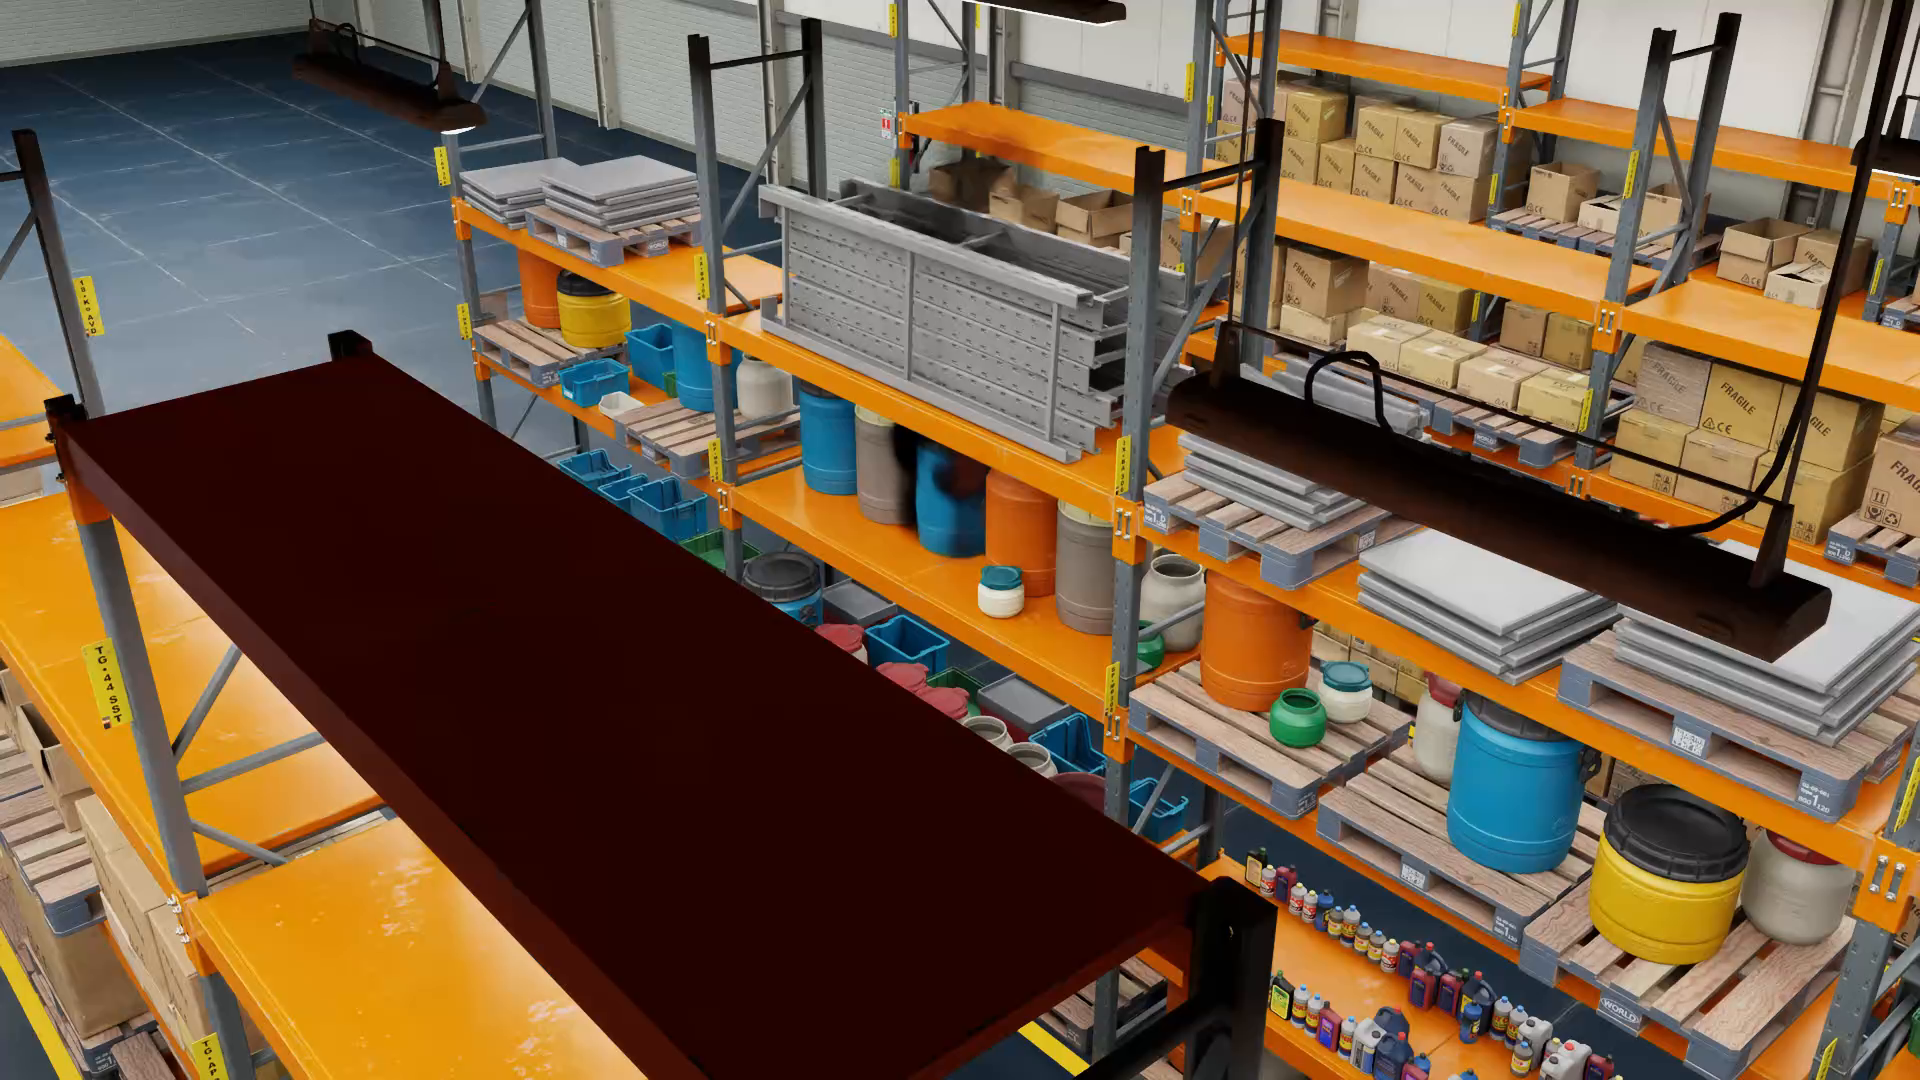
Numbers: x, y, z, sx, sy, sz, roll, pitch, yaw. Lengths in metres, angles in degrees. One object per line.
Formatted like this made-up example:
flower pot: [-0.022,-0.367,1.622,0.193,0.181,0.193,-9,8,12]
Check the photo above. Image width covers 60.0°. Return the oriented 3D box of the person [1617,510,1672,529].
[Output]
person: [6.598,-0.062,15.774,0.845,1.774,0.656,24,36,39]
